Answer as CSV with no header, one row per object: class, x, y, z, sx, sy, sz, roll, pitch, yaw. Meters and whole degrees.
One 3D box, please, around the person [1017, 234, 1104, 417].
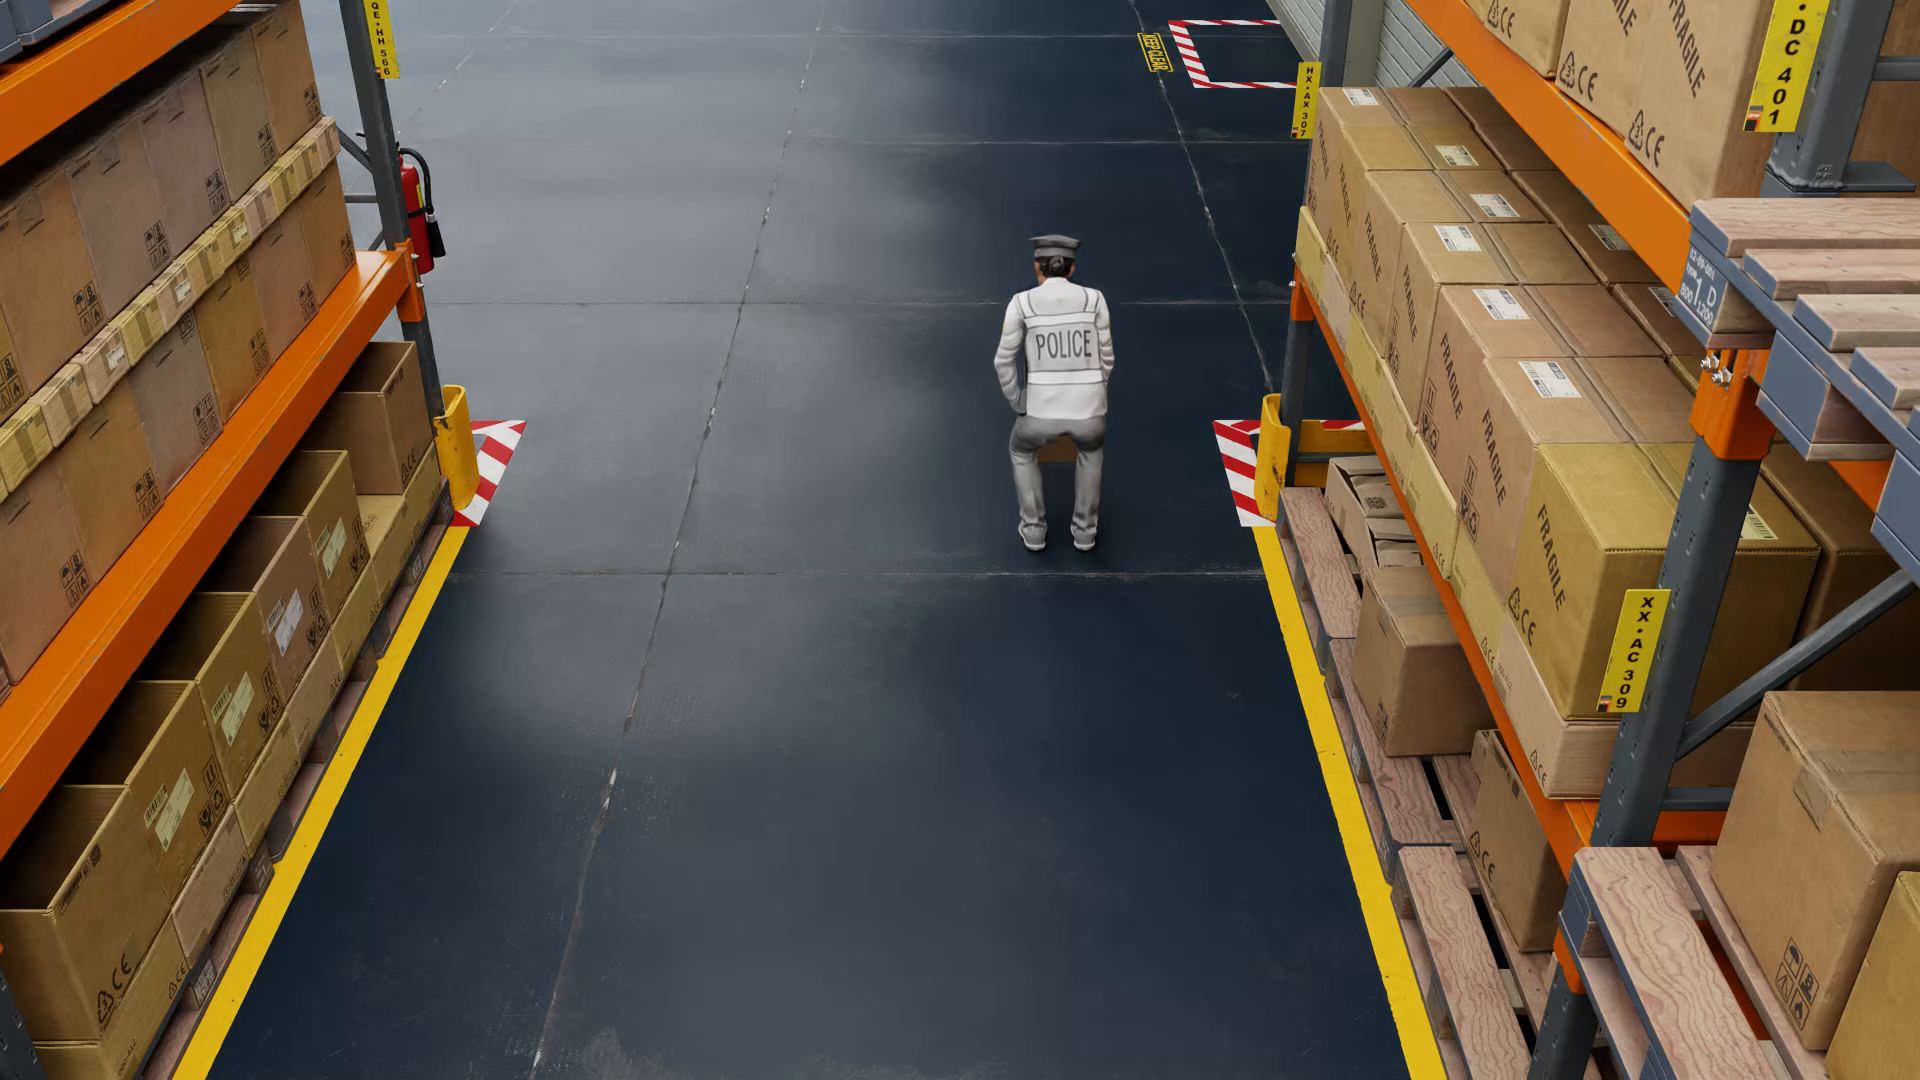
person,0.435,-0.938,7.238,0.380,0.698,0.683,0,32,0
